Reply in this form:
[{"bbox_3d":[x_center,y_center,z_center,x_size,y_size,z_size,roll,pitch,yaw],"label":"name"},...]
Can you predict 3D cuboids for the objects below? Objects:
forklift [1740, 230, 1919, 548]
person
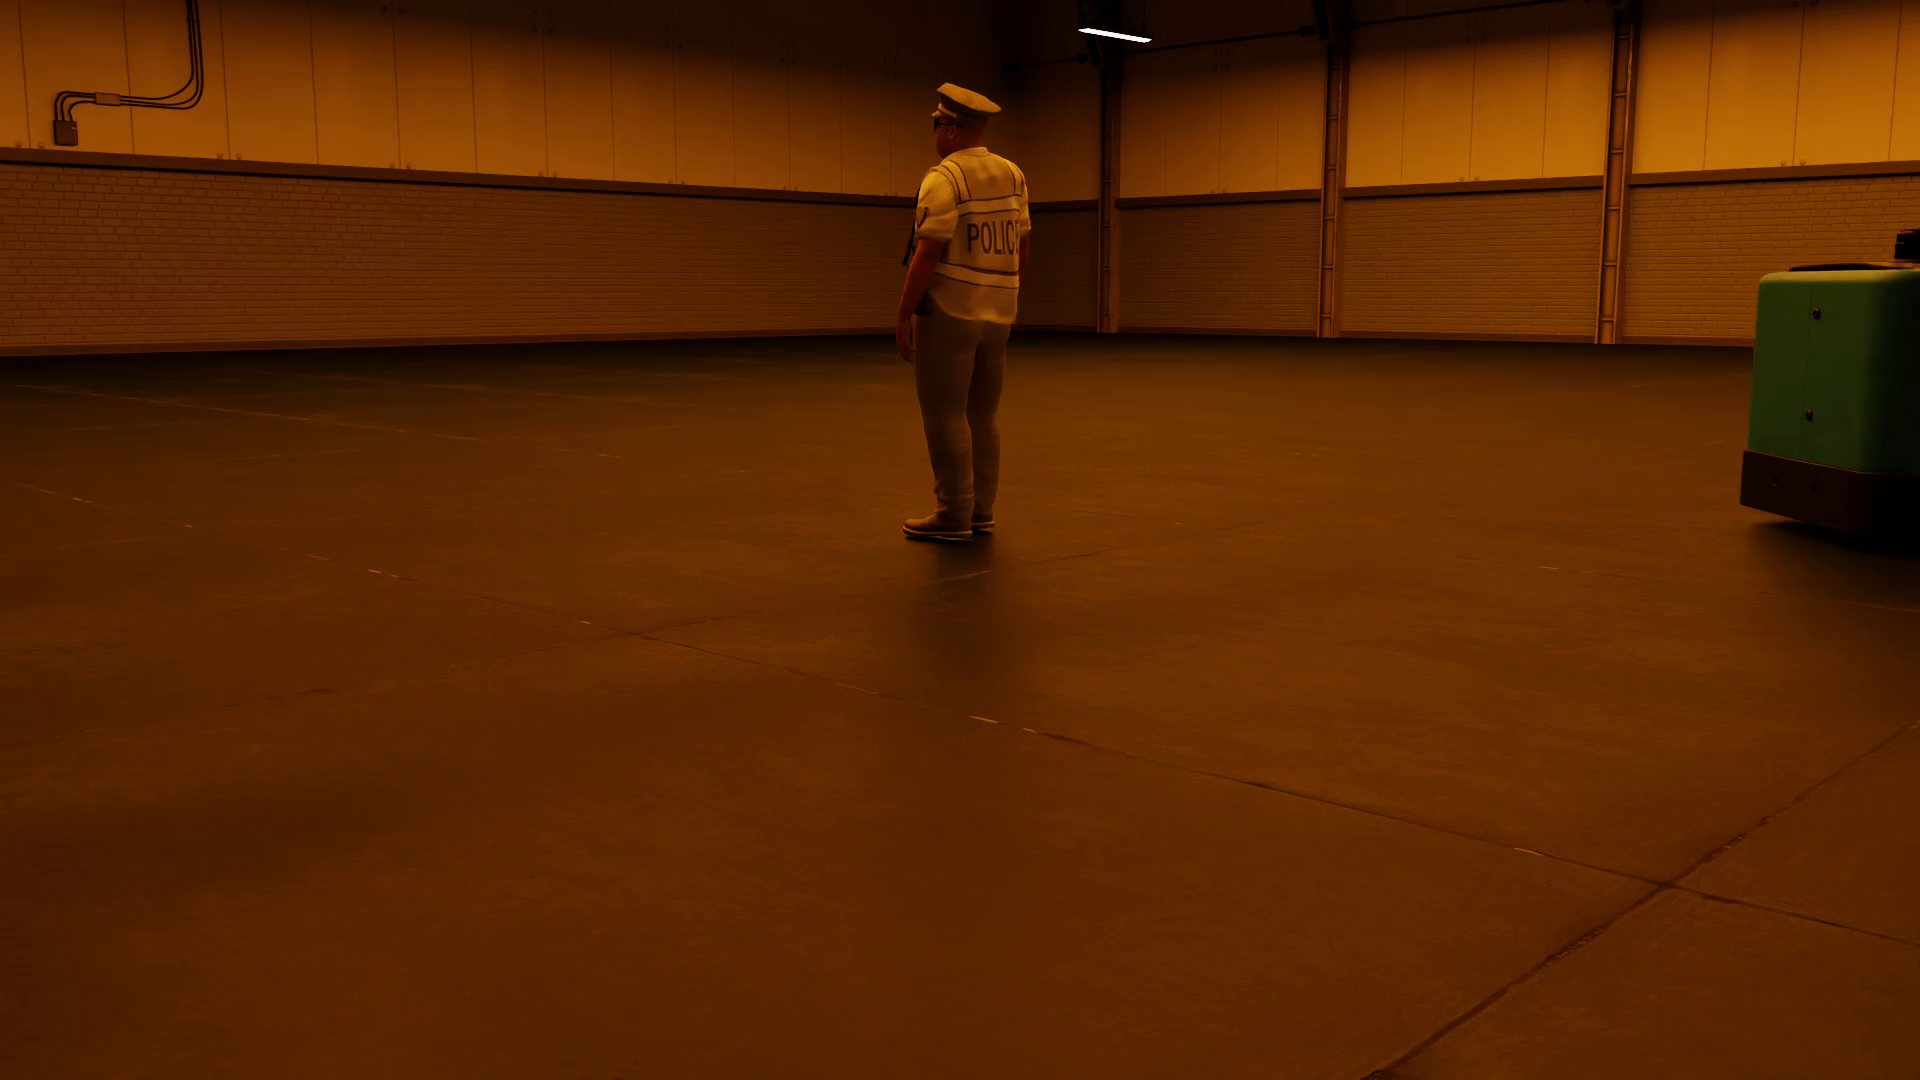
[{"bbox_3d":[4.928,-1.471,6.646,3.031,2.935,1.130,0,9,-1],"label":"forklift"},{"bbox_3d":[-0.048,-0.898,6.645,0.574,1.780,0.641,8,12,43],"label":"person"}]
